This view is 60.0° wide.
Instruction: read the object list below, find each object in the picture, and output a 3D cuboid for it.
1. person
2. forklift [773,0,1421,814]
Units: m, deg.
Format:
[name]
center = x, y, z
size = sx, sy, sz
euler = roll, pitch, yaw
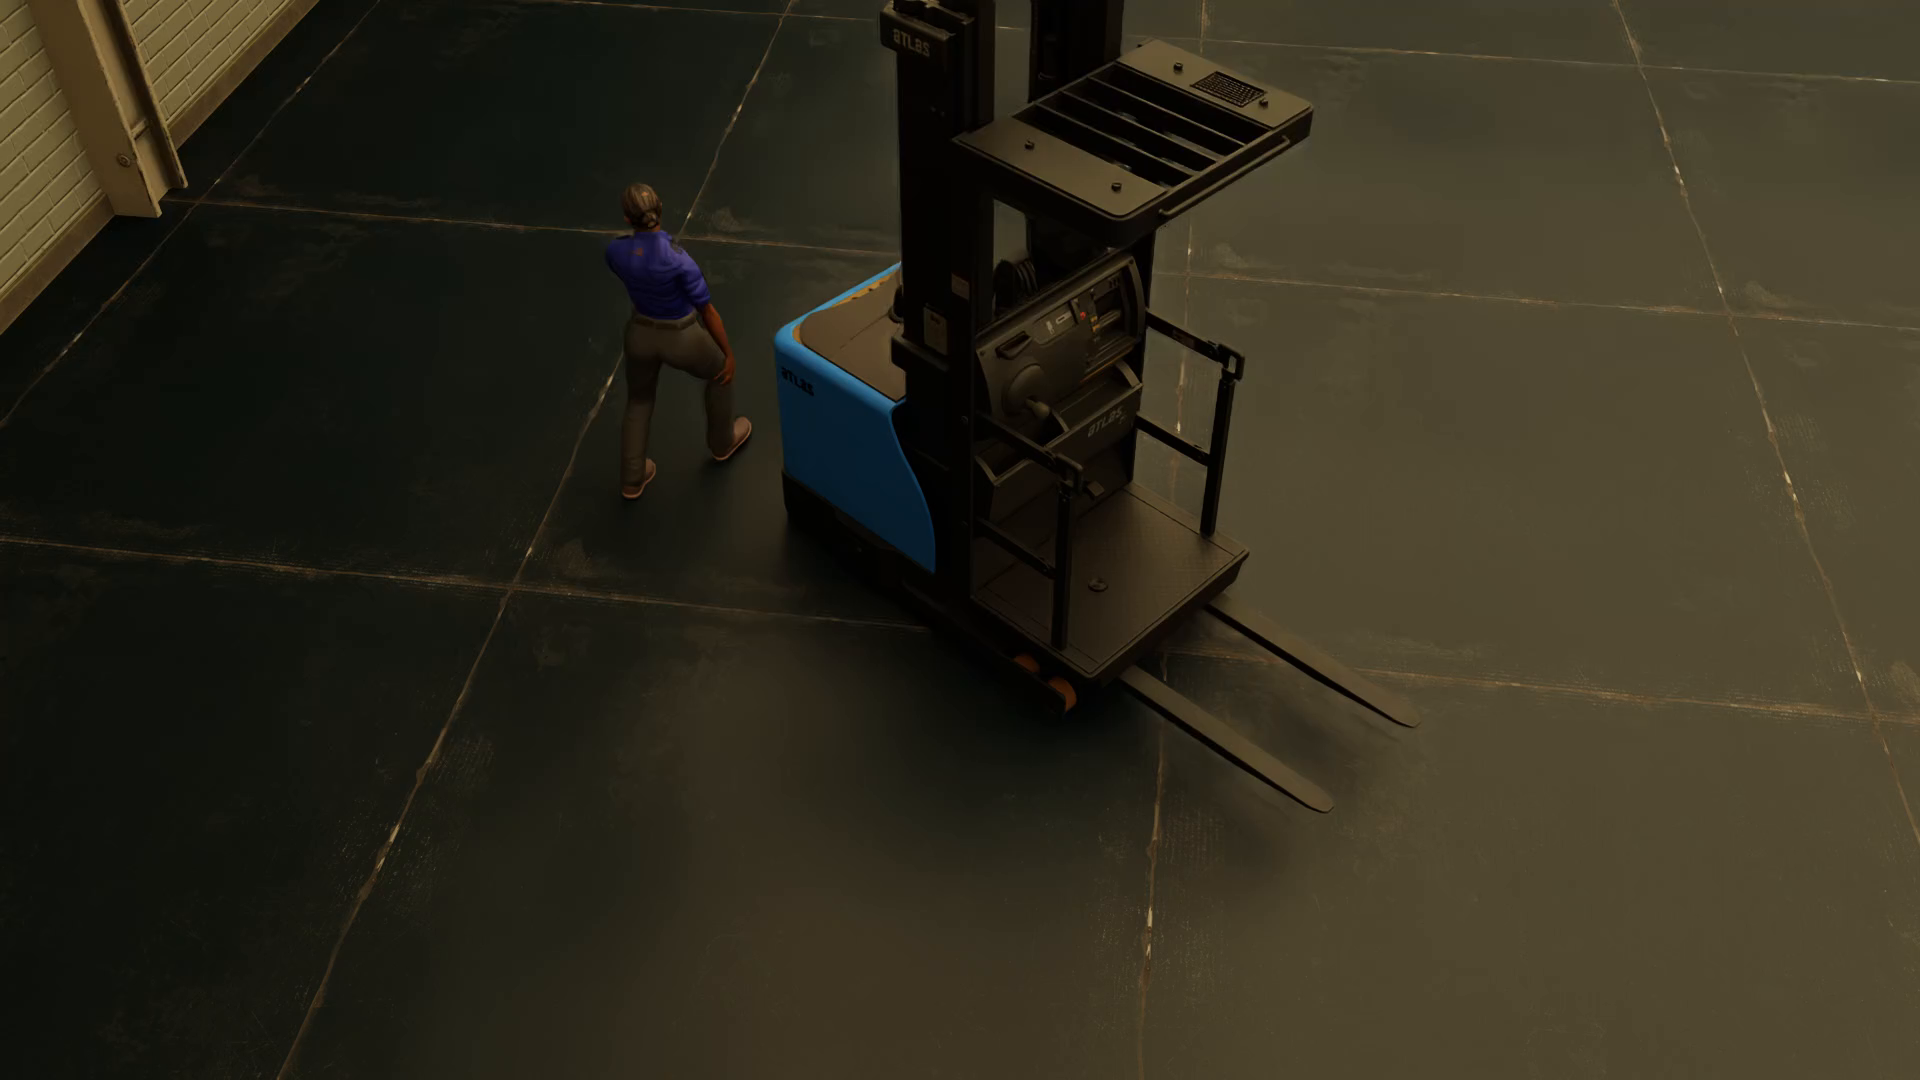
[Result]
[person]
center = -1.312, -0.954, 7.756
size = 0.605, 1.594, 0.681
euler = 9, 43, 10
[forklift]
center = 0.563, -0.737, 6.527
size = 3.031, 2.935, 1.130
euler = 33, 52, 31
